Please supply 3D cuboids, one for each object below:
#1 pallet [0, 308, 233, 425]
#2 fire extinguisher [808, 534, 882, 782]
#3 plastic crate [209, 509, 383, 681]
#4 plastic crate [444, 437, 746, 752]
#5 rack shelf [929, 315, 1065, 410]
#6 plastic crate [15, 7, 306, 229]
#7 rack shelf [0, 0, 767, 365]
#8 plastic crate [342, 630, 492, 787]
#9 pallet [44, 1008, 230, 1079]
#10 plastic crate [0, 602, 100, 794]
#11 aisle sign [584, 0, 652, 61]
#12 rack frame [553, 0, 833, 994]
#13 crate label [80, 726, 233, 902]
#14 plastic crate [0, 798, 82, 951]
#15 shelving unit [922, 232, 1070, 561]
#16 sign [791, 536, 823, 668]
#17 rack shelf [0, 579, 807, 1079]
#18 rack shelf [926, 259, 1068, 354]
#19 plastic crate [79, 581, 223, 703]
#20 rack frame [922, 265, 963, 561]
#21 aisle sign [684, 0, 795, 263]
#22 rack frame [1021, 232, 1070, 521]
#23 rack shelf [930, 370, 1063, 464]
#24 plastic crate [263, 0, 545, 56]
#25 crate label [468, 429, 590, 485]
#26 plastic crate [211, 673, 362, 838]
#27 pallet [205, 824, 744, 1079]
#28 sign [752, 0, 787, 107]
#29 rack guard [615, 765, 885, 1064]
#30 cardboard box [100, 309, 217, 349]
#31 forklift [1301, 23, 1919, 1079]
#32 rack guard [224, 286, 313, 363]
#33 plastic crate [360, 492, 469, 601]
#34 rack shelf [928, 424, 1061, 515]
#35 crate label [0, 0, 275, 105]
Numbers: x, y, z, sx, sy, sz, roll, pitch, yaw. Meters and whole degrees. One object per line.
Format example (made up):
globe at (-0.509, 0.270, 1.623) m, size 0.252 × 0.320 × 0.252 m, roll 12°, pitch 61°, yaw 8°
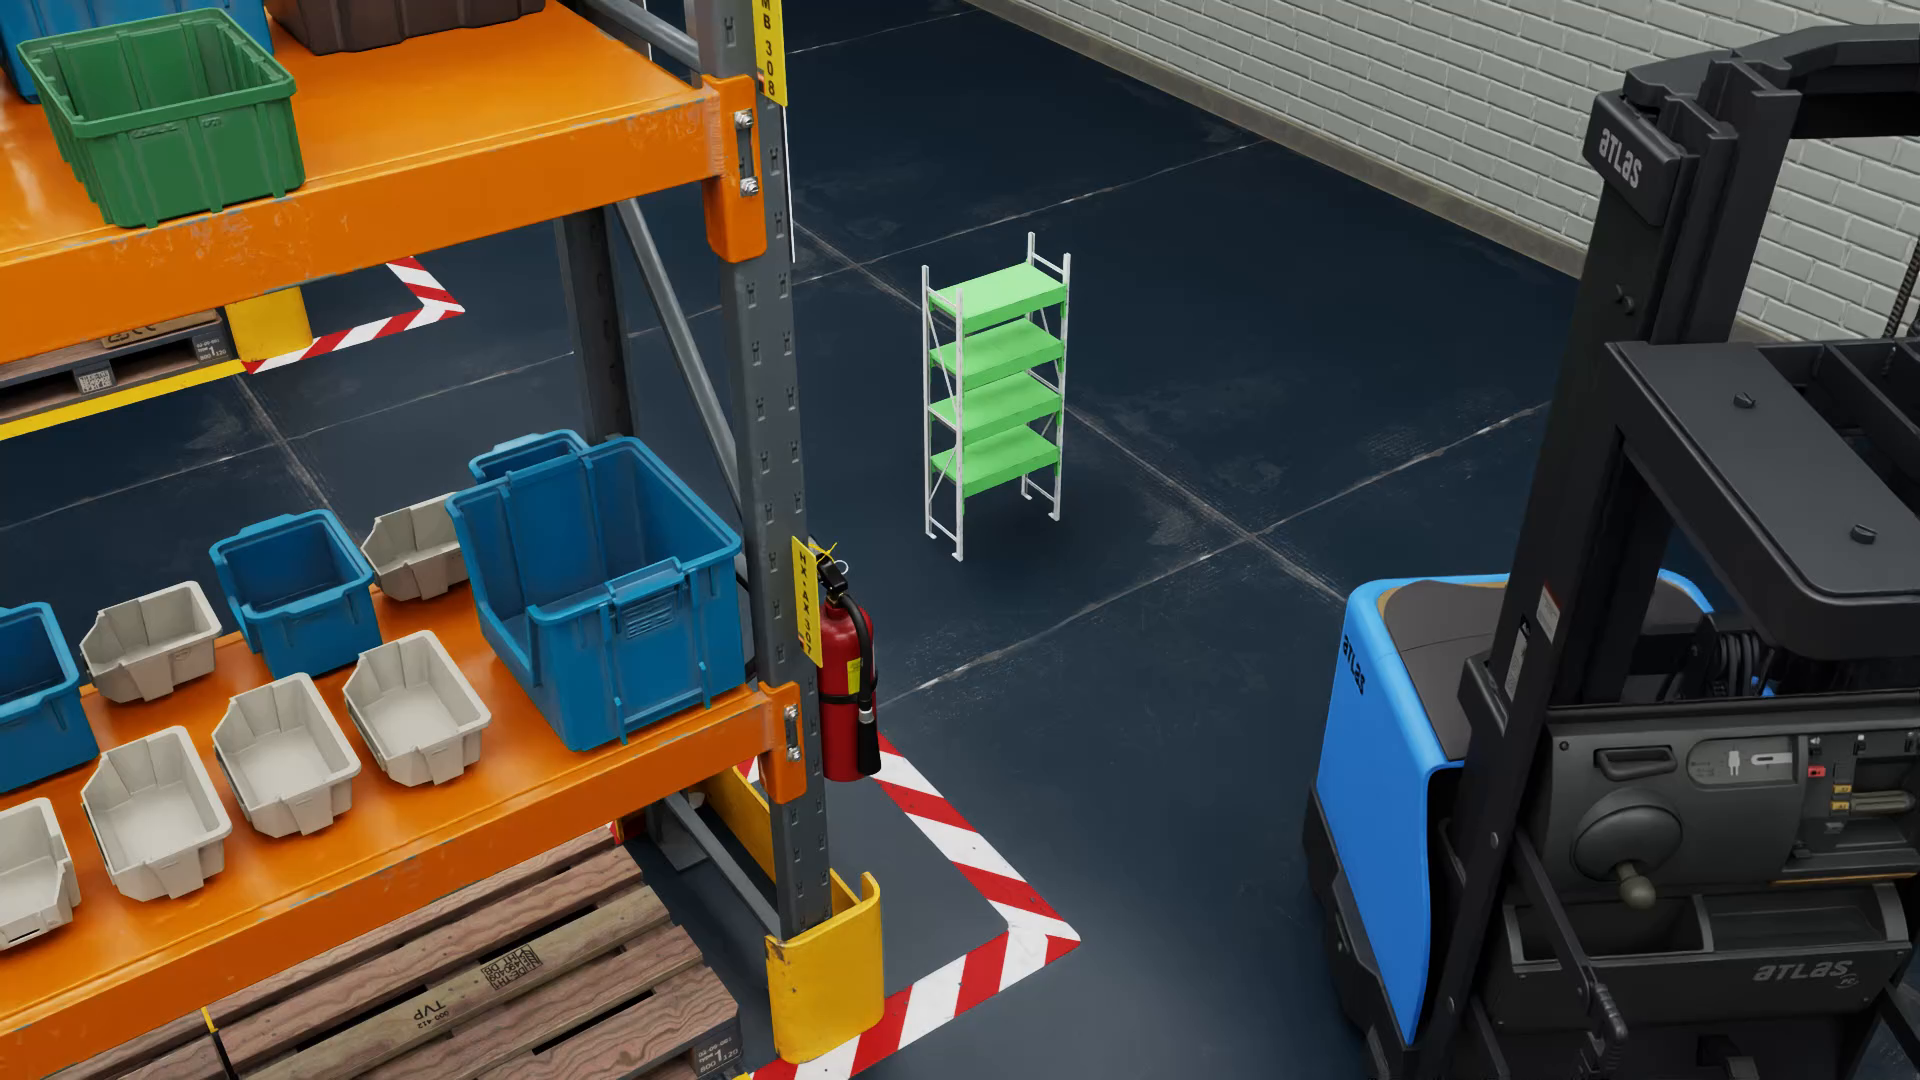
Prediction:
pallet at (-4.246, -0.984, 7.938) m, size 1.213 × 0.211 × 1.003 m, roll -22°, pitch 41°, yaw -28°
fire extinguisher at (-0.298, 0.304, 4.144) m, size 0.183 × 0.674 × 0.296 m, roll -22°, pitch 41°, yaw -28°
plastic crate at (-1.612, 0.146, 4.070) m, size 0.300 × 0.233 × 0.416 m, roll -22°, pitch 41°, yaw -28°
plastic crate at (-0.849, 0.118, 3.935) m, size 0.499 × 0.435 × 0.616 m, roll -22°, pitch 41°, yaw -28°
rack shelf at (0.135, -0.686, 6.374) m, size 0.480 × 0.148 × 0.258 m, roll -22°, pitch 41°, yaw -28°
plastic crate at (-1.324, -0.709, 2.779) m, size 0.336 × 0.188 × 0.450 m, roll -22°, pitch 41°, yaw -28°
rack shelf at (-2.317, -0.298, 2.643) m, size 4.000 × 0.370 × 1.077 m, roll -22°, pitch 41°, yaw -28°
plastic crate at (-1.245, 0.398, 3.802) m, size 0.243 × 0.136 × 0.396 m, roll -22°, pitch 41°, yaw -28°
pallet at (-2.375, 1.754, 4.131) m, size 1.213 × 0.211 × 1.003 m, roll -22°, pitch 41°, yaw -28°
plastic crate at (-2.150, 0.367, 3.762) m, size 0.300 × 0.233 × 0.416 m, roll -22°, pitch 41°, yaw -28°
aisle sign at (-0.795, -1.266, 3.715) m, size 0.004 × 0.787 × 0.394 m, roll -22°, pitch 41°, yaw -28°
rack frame at (-0.683, -0.045, 4.244) m, size 0.127 × 3.000 × 1.000 m, roll -22°, pitch 41°, yaw -28°
crate label at (-1.704, 0.594, 3.529) m, size 0.243 × 0.136 × 0.396 m, roll -22°, pitch 41°, yaw -28°
plastic crate at (-1.935, 0.703, 3.378) m, size 0.250 × 0.136 × 0.298 m, roll -22°, pitch 41°, yaw -28°
shelving unit at (0.135, -0.543, 6.477) m, size 0.503 × 1.200 × 0.258 m, roll -22°, pitch 41°, yaw -28°
sign at (-0.352, 0.146, 3.839) m, size 0.005 × 0.325 × 0.100 m, roll -22°, pitch 41°, yaw -28°
rack shelf at (-2.317, 0.920, 3.518) m, size 4.000 × 0.370 × 1.077 m, roll -22°, pitch 41°, yaw -28°
rack shelf at (0.135, -0.881, 6.234) m, size 0.480 × 0.148 × 0.258 m, roll -22°, pitch 41°, yaw -28°
plastic crate at (-1.938, 0.260, 3.994) m, size 0.298 × 0.136 × 0.250 m, roll -22°, pitch 41°, yaw -28°
rack frame at (-0.064, -0.461, 6.363) m, size 0.015 × 1.200 × 0.240 m, roll -22°, pitch 41°, yaw -28°
aisle sign at (-0.455, -0.985, 3.324) m, size 0.004 × 0.787 × 0.394 m, roll -22°, pitch 41°, yaw -28°
rack frame at (0.335, -0.625, 6.591) m, size 0.015 × 1.200 × 0.240 m, roll -22°, pitch 41°, yaw -28°
rack shelf at (0.135, -0.491, 6.514) m, size 0.480 × 0.148 × 0.258 m, roll -22°, pitch 41°, yaw -28°
plastic crate at (-1.158, -1.213, 3.411) m, size 0.590 × 0.269 × 0.497 m, roll -22°, pitch 41°, yaw -28°
crate label at (-1.074, -0.076, 4.378) m, size 0.303 × 0.233 × 0.416 m, roll -22°, pitch 41°, yaw -28°
plastic crate at (-1.490, 0.489, 3.676) m, size 0.243 × 0.136 × 0.396 m, roll -22°, pitch 41°, yaw -28°
pallet at (-1.379, 1.346, 4.698) m, size 1.213 × 0.211 × 1.003 m, roll -22°, pitch 41°, yaw -28°
sign at (-0.352, -0.963, 3.041) m, size 0.005 × 0.325 × 0.100 m, roll -22°, pitch 41°, yaw -28°
rack guard at (-0.670, 0.955, 4.993) m, size 0.348 × 0.500 × 1.175 m, roll -22°, pitch 41°, yaw -28°
cardboard box at (-3.836, -1.274, 7.716) m, size 0.500 × 0.500 × 0.500 m, roll -22°, pitch 41°, yaw -28°
forklift at (1.717, 0.632, 3.361) m, size 1.130 × 2.935 × 3.031 m, roll -3°, pitch 36°, yaw -4°
rack guard at (-3.595, -1.370, 8.227) m, size 0.348 × 0.500 × 1.175 m, roll -22°, pitch 41°, yaw -28°
plastic crate at (-1.384, 0.032, 4.311) m, size 0.298 × 0.136 × 0.250 m, roll -22°, pitch 41°, yaw -28°
rack shelf at (0.135, -0.296, 6.655) m, size 0.480 × 0.148 × 0.258 m, roll -22°, pitch 41°, yaw -28°
crate label at (-1.623, -1.046, 3.194) m, size 0.502 × 0.251 × 0.408 m, roll -22°, pitch 41°, yaw -28°
